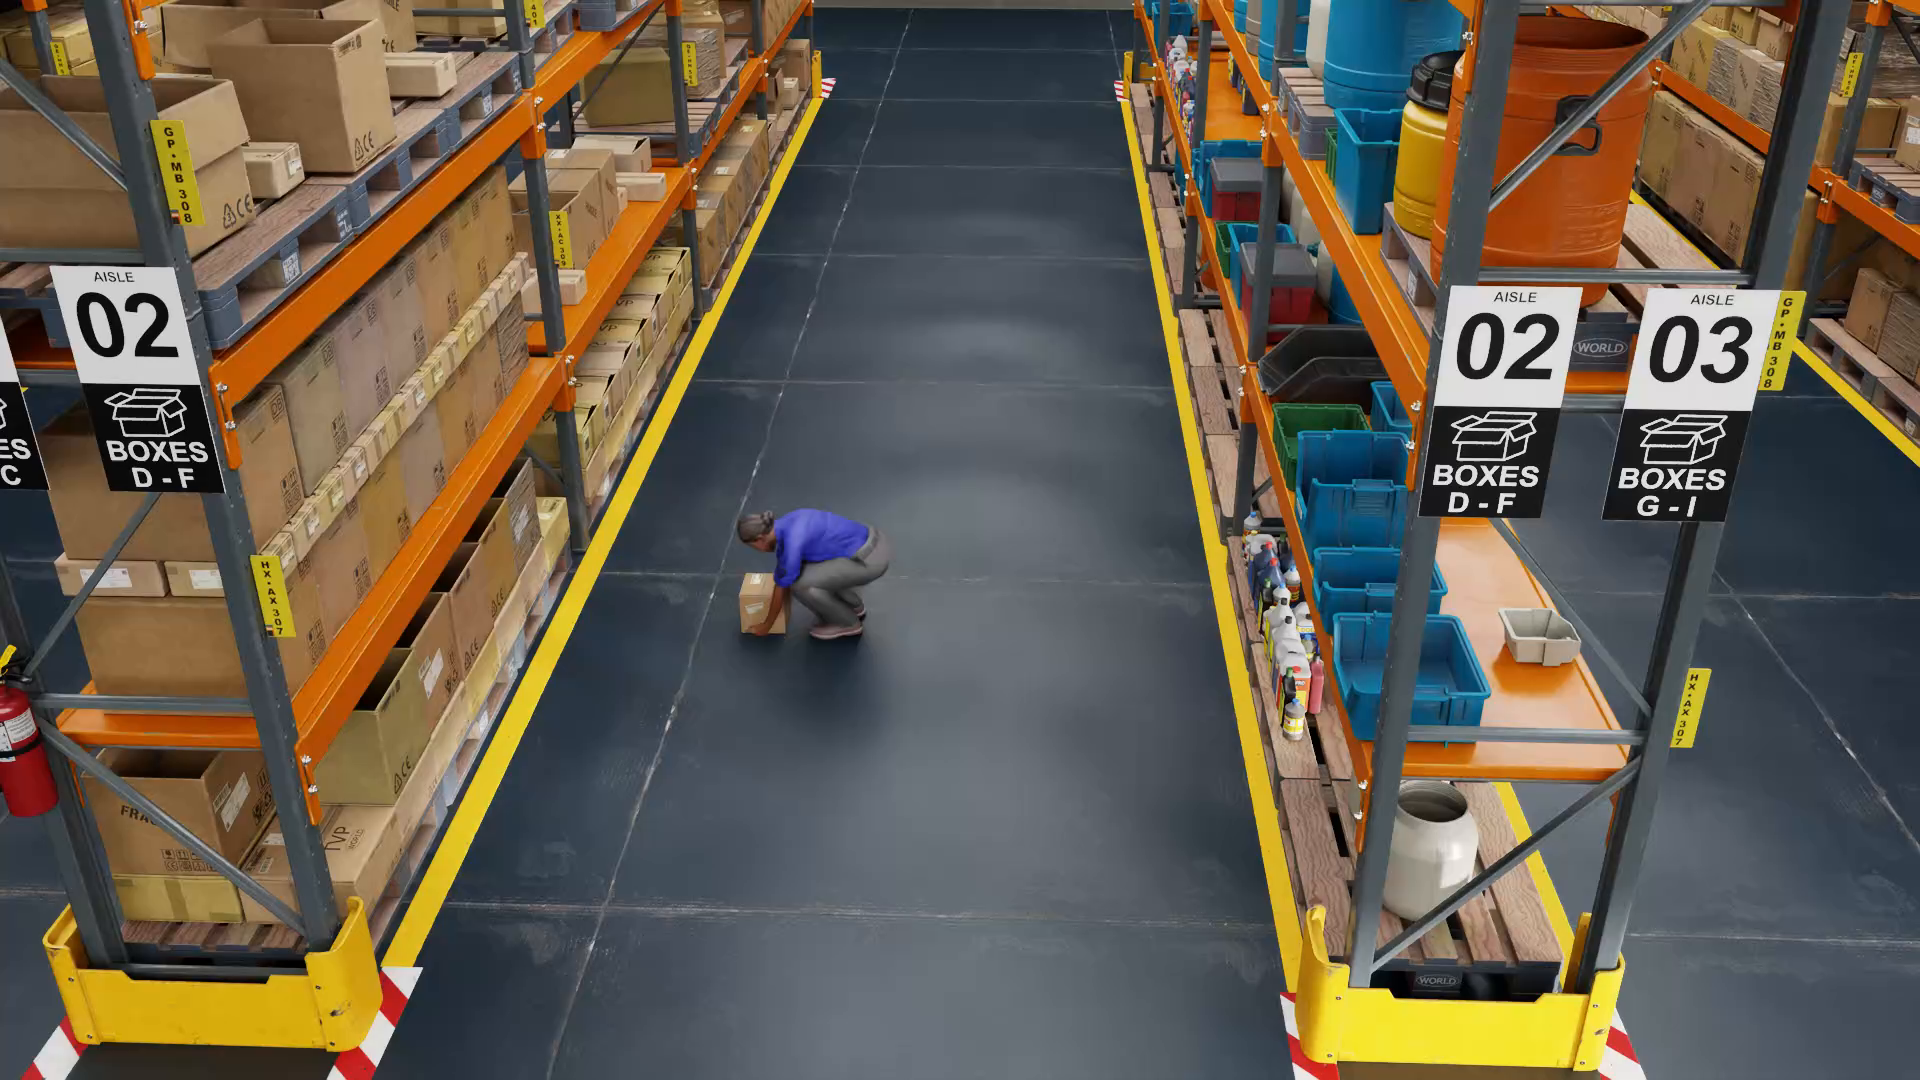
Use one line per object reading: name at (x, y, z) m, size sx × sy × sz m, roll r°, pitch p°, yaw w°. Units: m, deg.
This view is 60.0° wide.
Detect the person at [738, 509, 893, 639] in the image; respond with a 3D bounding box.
person at (-0.800, 0.166, 9.312) m, size 0.846 × 0.759 × 0.440 m, roll 0°, pitch 28°, yaw 1°
